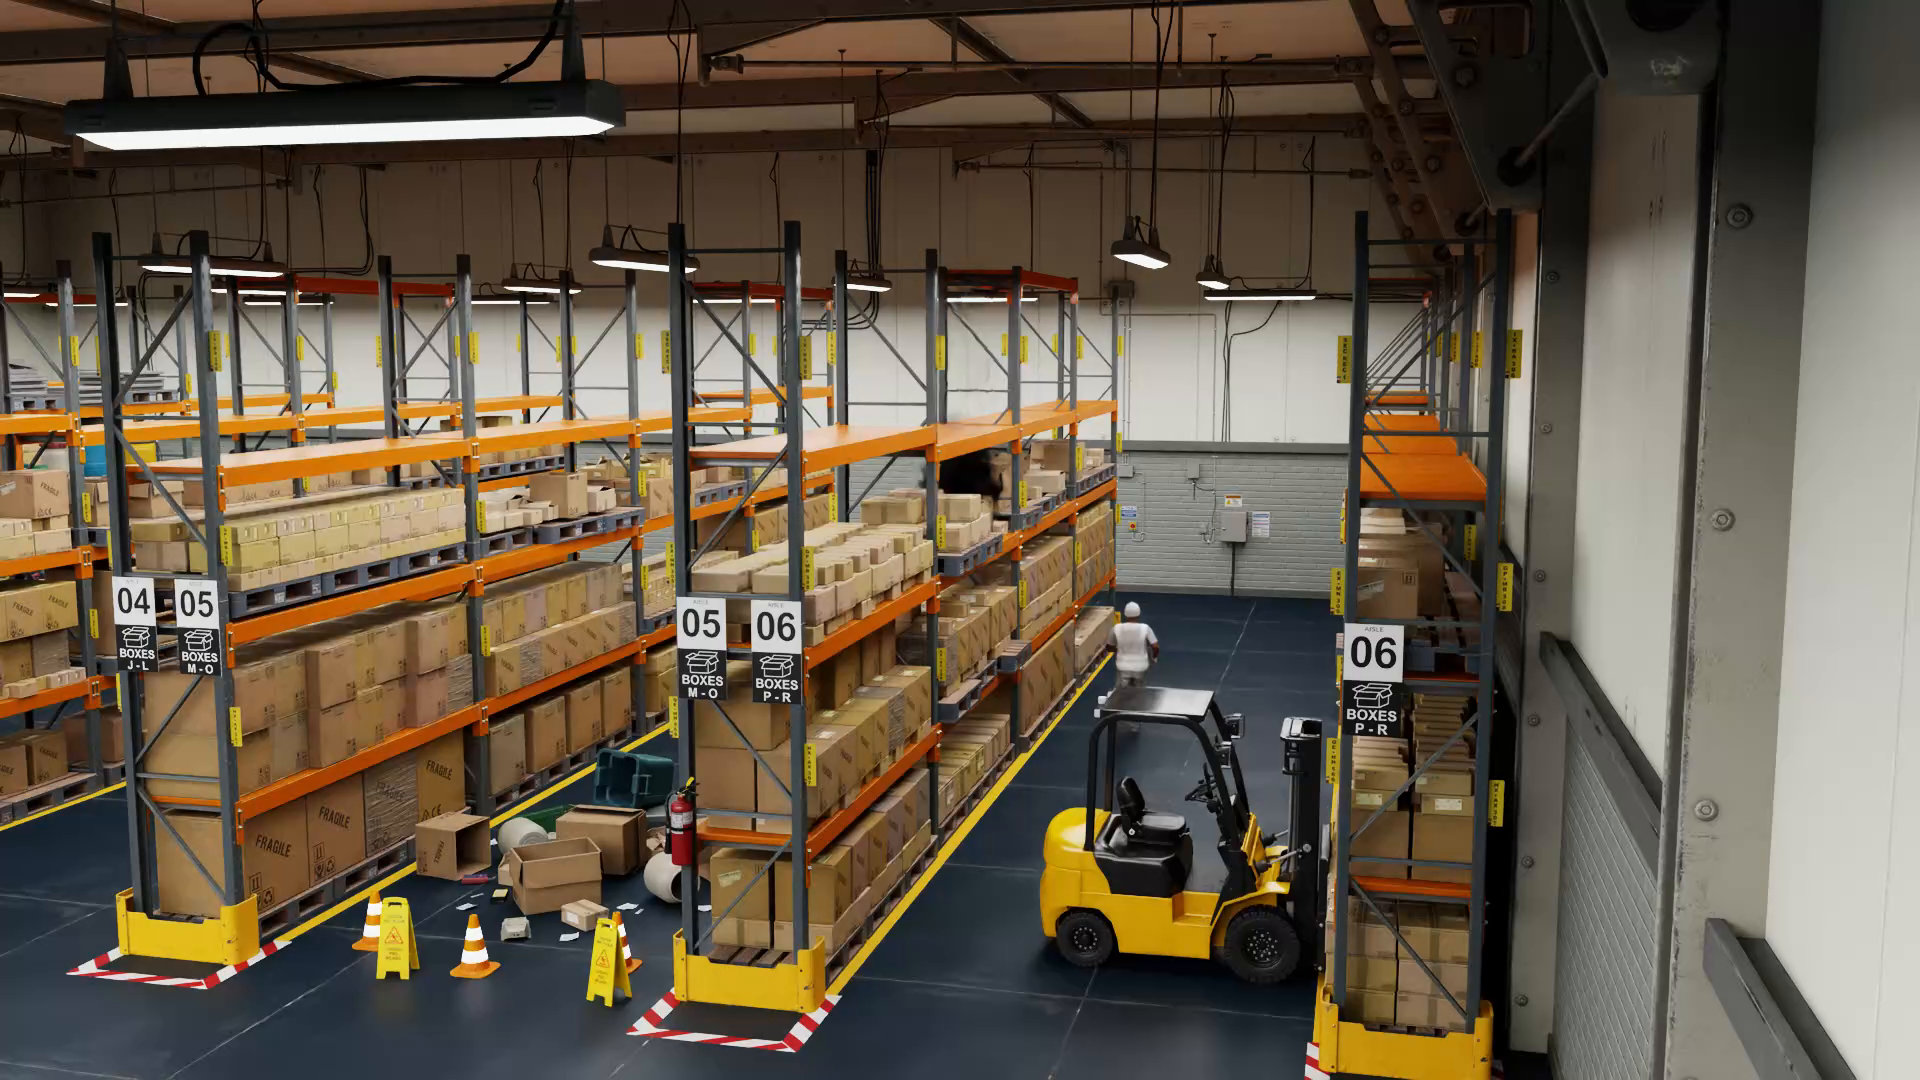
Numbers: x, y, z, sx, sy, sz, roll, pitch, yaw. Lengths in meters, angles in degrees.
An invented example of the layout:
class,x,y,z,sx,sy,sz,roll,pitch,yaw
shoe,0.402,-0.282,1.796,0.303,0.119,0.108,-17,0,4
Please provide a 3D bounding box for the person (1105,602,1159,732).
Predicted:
class,x,y,z,sx,sy,sz,roll,pitch,yaw
person,2.242,1.668,21.643,0.706,1.749,0.825,1,7,10
